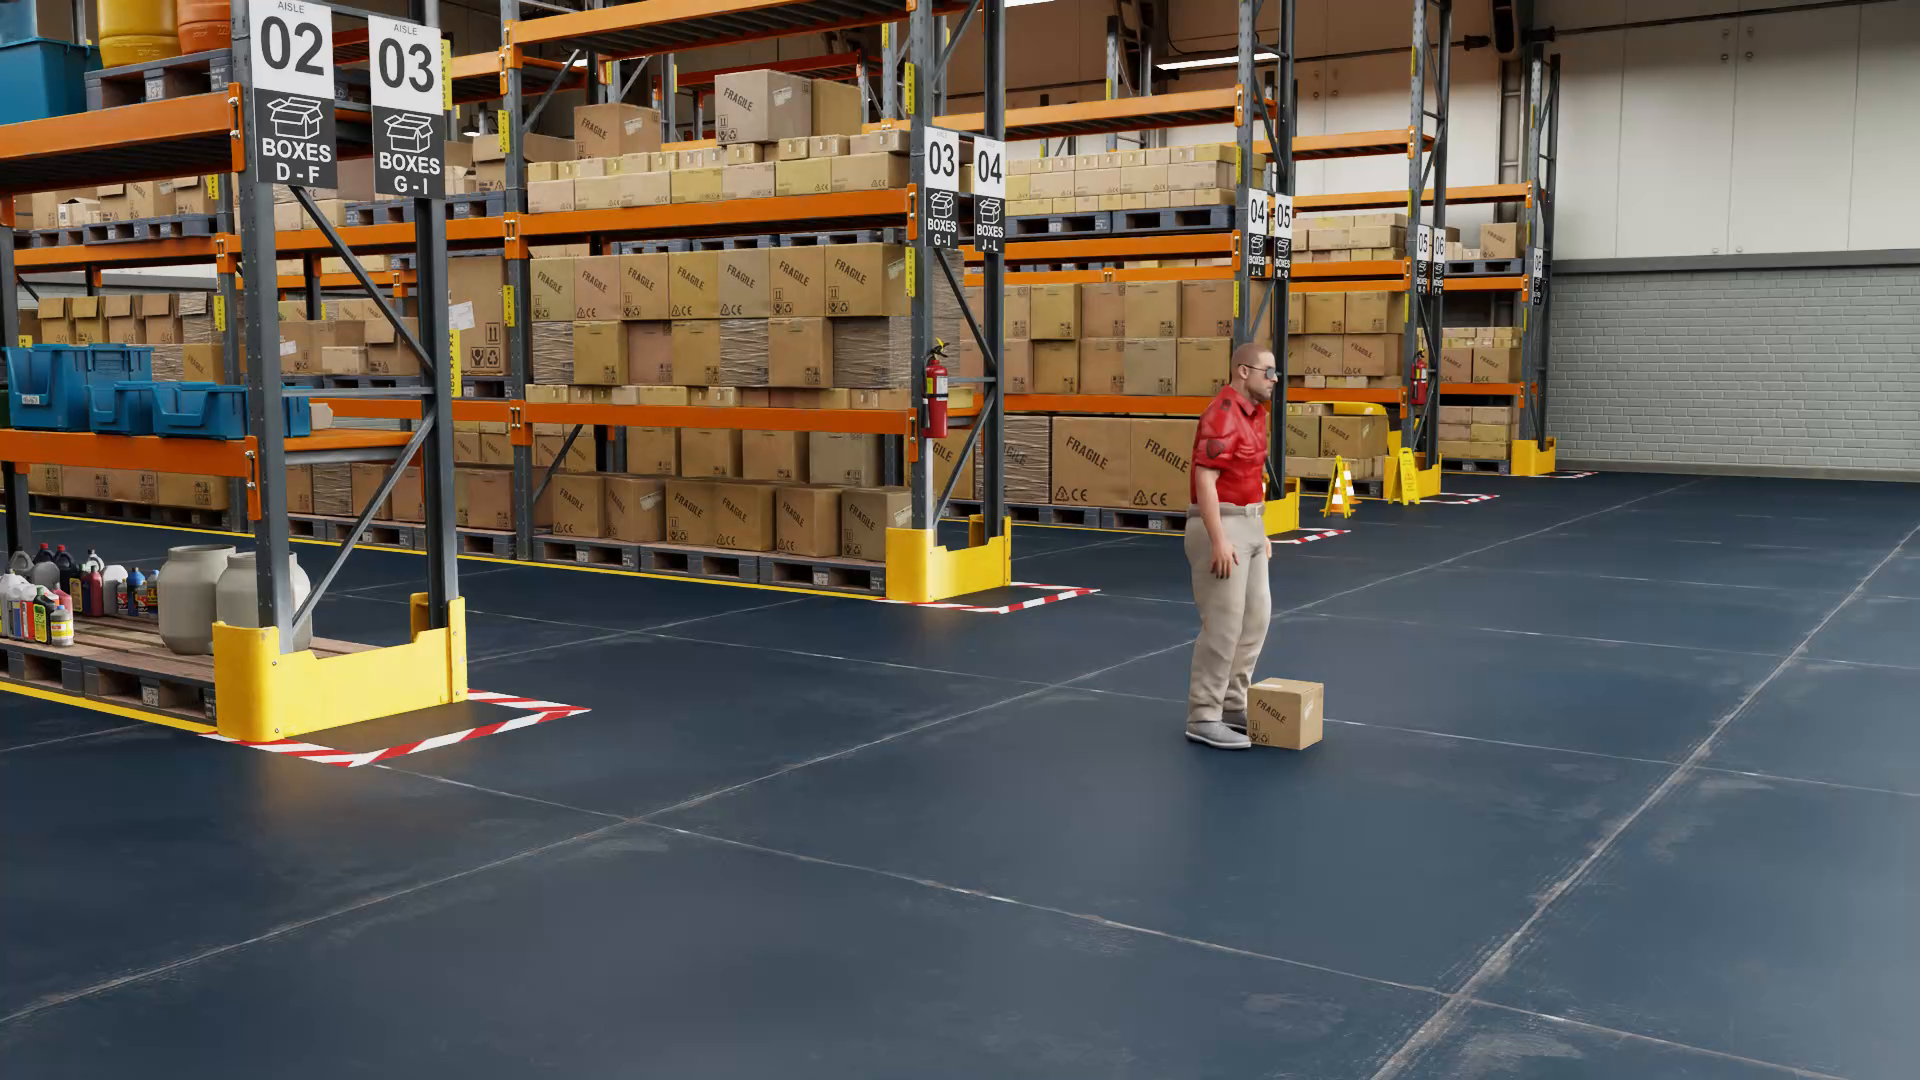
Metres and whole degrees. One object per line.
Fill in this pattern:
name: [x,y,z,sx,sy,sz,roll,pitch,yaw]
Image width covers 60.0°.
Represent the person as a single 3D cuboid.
person: [1.195,0.006,7.289,0.394,1.726,0.583,4,7,33]
